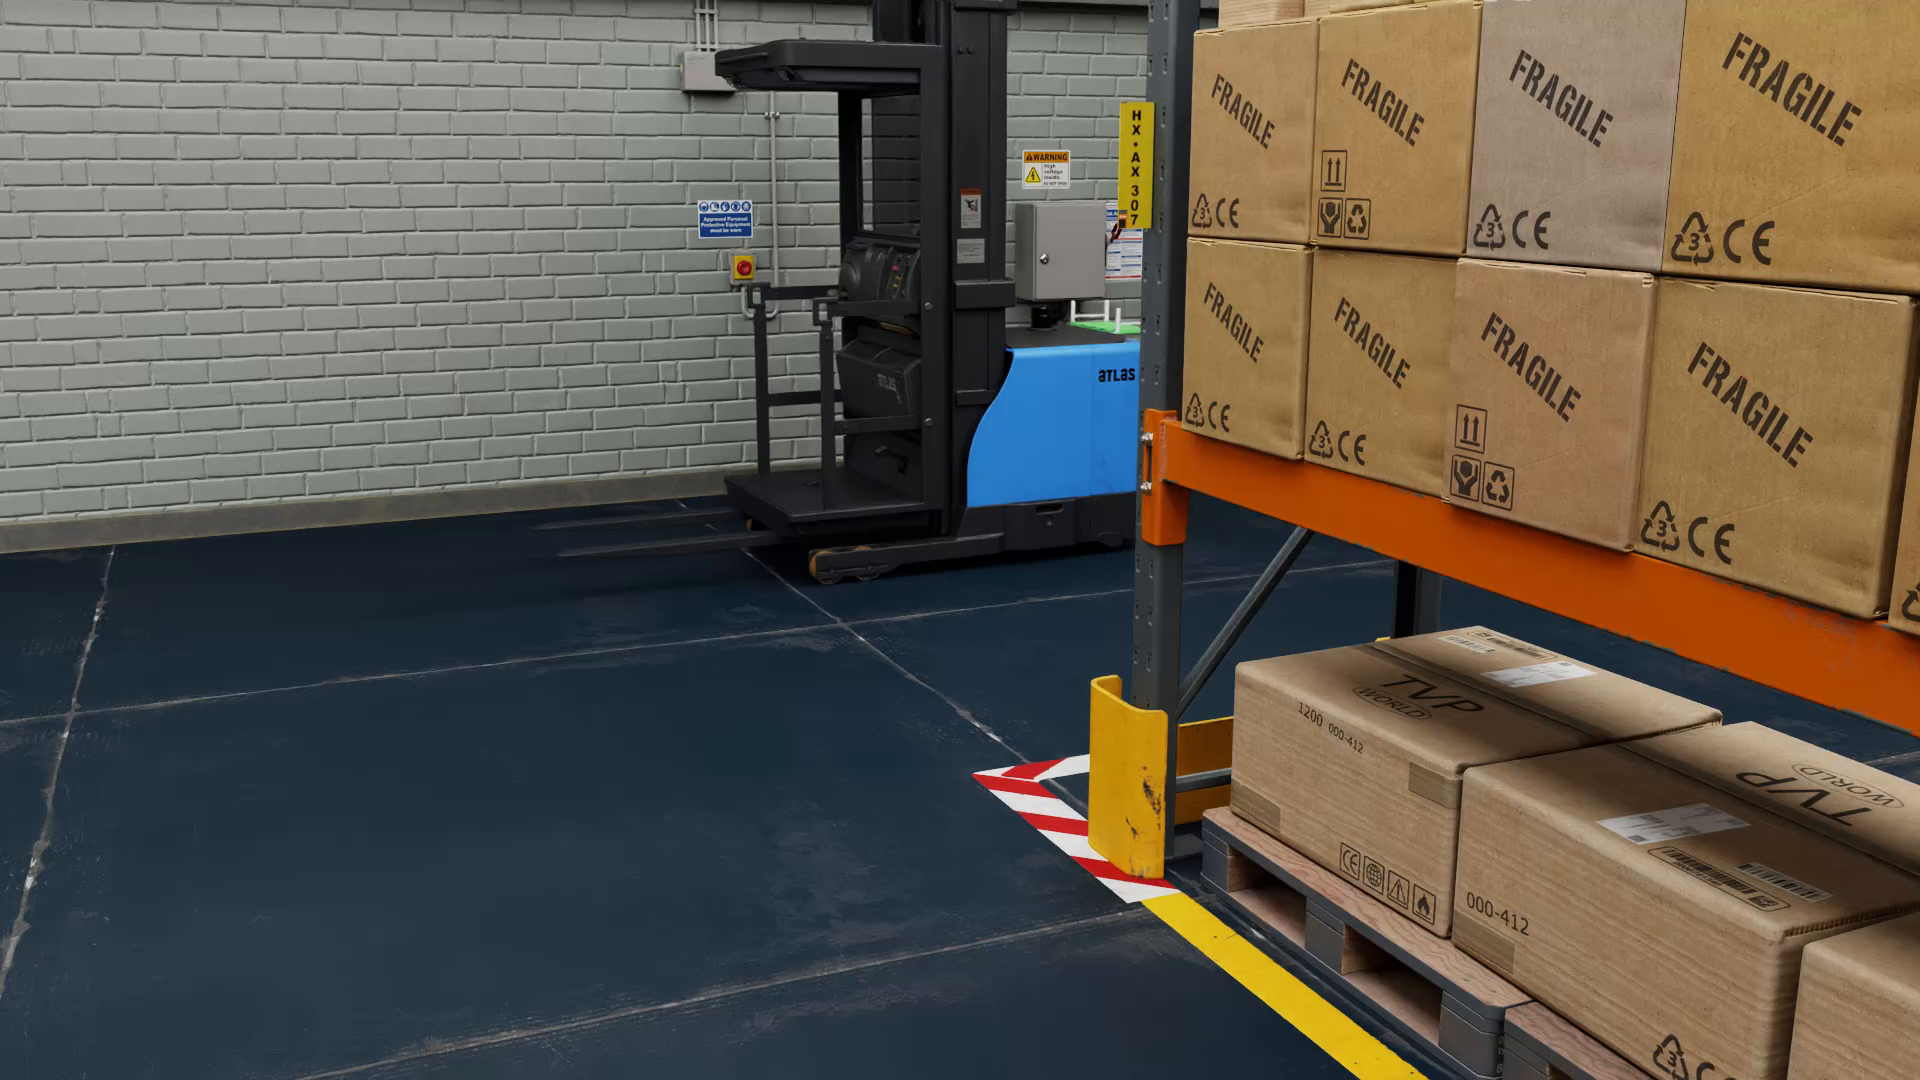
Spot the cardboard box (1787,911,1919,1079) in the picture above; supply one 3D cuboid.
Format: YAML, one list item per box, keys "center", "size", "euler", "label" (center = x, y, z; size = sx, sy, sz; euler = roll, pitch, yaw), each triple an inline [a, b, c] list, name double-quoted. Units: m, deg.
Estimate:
- center: [2.065, 0.969, 2.783]
  size: [0.875, 0.438, 0.875]
  euler: [-6, 14, -25]
  label: "cardboard box"

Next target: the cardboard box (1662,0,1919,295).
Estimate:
- center: [1.534, -0.673, 2.688]
  size: [0.500, 0.500, 0.500]
  euler: [-6, 14, -23]
  label: "cardboard box"

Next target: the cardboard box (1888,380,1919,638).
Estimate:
- center: [1.732, -0.081, 2.344]
  size: [0.500, 0.500, 0.500]
  euler: [-6, 14, -24]
  label: "cardboard box"

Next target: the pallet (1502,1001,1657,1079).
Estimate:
- center: [1.852, 1.191, 3.255]
  size: [1.003, 0.211, 1.213]
  euler: [-6, 14, -23]
  label: "pallet"

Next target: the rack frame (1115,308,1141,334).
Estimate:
- center: [0.935, -0.664, 9.067]
  size: [0.240, 1.200, 0.015]
  euler: [-5, 14, -25]
  label: "rack frame"

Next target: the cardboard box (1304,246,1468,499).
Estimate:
- center: [1.133, -0.399, 3.719]
  size: [0.500, 0.500, 0.500]
  euler: [-6, 14, -24]
  label: "cardboard box"

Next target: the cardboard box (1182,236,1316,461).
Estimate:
- center: [0.905, -0.501, 4.159]
  size: [0.500, 0.500, 0.500]
  euler: [-6, 14, -23]
  label: "cardboard box"

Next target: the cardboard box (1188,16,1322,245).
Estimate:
- center: [0.907, -0.988, 4.048]
  size: [0.500, 0.500, 0.500]
  euler: [-6, 14, -24]
  label: "cardboard box"

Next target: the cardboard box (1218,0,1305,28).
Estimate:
- center: [0.864, -1.331, 4.089]
  size: [0.380, 0.149, 0.250]
  euler: [-5, 14, -22]
  label: "cardboard box"

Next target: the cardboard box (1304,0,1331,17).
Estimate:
- center: [1.034, -1.283, 3.883]
  size: [0.380, 0.149, 0.250]
  euler: [-5, 14, -22]
  label: "cardboard box"

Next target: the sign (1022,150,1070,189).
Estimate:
- center: [0.545, -2.340, 10.495]
  size: [0.339, 0.242, 0.001]
  euler: [-6, 14, -23]
  label: "sign"

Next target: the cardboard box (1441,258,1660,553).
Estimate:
- center: [1.320, -0.292, 3.258]
  size: [0.500, 0.500, 0.500]
  euler: [-6, 14, -23]
  label: "cardboard box"

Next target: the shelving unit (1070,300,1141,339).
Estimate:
- center: [0.829, -0.713, 9.281]
  size: [0.258, 1.200, 0.503]
  euler: [-5, 14, -25]
  label: "shelving unit"

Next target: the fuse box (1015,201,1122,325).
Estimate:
- center: [0.678, -1.272, 10.570]
  size: [0.539, 1.711, 0.414]
  euler: [-6, 14, -23]
  label: "fuse box"

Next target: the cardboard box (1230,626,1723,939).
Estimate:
- center: [1.331, 0.594, 4.403]
  size: [0.875, 0.438, 0.875]
  euler: [-6, 14, -25]
  label: "cardboard box"

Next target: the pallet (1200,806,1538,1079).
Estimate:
- center: [1.367, 0.940, 4.342]
  size: [1.003, 0.211, 1.213]
  euler: [-6, 14, -23]
  label: "pallet"

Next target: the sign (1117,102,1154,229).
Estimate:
- center: [0.465, -0.989, 4.393]
  size: [0.100, 0.325, 0.005]
  euler: [-6, 14, -23]
  label: "sign"

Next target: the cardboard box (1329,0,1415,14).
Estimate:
- center: [1.033, -1.219, 3.606]
  size: [0.380, 0.149, 0.250]
  euler: [-5, 14, -21]
  label: "cardboard box"

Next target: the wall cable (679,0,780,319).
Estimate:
- center: [-1.305, -2.250, 9.618]
  size: [0.585, 1.953, 0.123]
  euler: [-6, 14, -23]
  label: "wall cable"

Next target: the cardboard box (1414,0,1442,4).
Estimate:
- center: [1.155, -1.166, 3.378]
  size: [0.380, 0.149, 0.250]
  euler: [-6, 14, -25]
  label: "cardboard box"

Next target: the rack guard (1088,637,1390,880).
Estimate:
- center: [0.966, 0.636, 5.015]
  size: [1.175, 0.500, 0.348]
  euler: [-6, 14, -23]
  label: "rack guard"

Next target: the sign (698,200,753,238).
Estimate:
- center: [-1.373, -1.880, 9.741]
  size: [0.327, 0.218, 0.001]
  euler: [-6, 14, -23]
  label: "sign"

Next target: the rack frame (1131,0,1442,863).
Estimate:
- center: [0.975, -0.577, 4.711]
  size: [1.000, 3.000, 0.127]
  euler: [-6, 14, -23]
  label: "rack frame"

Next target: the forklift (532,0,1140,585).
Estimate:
- center: [-0.587, -1.349, 8.196]
  size: [3.031, 2.935, 1.130]
  euler: [-6, 14, -24]
  label: "forklift"

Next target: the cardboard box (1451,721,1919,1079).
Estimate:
- center: [1.706, 0.782, 3.589]
  size: [0.875, 0.438, 0.875]
  euler: [-5, 14, -21]
  label: "cardboard box"

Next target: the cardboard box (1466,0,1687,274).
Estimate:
- center: [1.333, -0.776, 3.133]
  size: [0.500, 0.500, 0.500]
  euler: [-6, 14, -23]
  label: "cardboard box"

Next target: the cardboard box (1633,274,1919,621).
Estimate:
- center: [1.536, -0.190, 2.817]
  size: [0.500, 0.500, 0.500]
  euler: [-5, 14, -21]
  label: "cardboard box"

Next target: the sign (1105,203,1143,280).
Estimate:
- center: [1.048, -1.941, 10.814]
  size: [0.329, 0.494, 0.001]
  euler: [-6, 14, -23]
  label: "sign"

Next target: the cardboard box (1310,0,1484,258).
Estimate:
- center: [1.120, -0.882, 3.589]
  size: [0.500, 0.500, 0.500]
  euler: [-6, 14, -24]
  label: "cardboard box"

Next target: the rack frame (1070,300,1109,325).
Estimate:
- center: [0.724, -0.763, 9.496]
  size: [0.240, 1.200, 0.015]
  euler: [-5, 14, -25]
  label: "rack frame"

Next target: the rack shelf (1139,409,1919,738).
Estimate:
- center: [1.777, 0.187, 3.007]
  size: [1.077, 0.370, 4.000]
  euler: [-6, 14, -23]
  label: "rack shelf"

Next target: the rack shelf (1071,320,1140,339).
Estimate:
- center: [0.835, -1.119, 9.190]
  size: [0.258, 0.148, 0.480]
  euler: [-5, 14, -25]
  label: "rack shelf"
